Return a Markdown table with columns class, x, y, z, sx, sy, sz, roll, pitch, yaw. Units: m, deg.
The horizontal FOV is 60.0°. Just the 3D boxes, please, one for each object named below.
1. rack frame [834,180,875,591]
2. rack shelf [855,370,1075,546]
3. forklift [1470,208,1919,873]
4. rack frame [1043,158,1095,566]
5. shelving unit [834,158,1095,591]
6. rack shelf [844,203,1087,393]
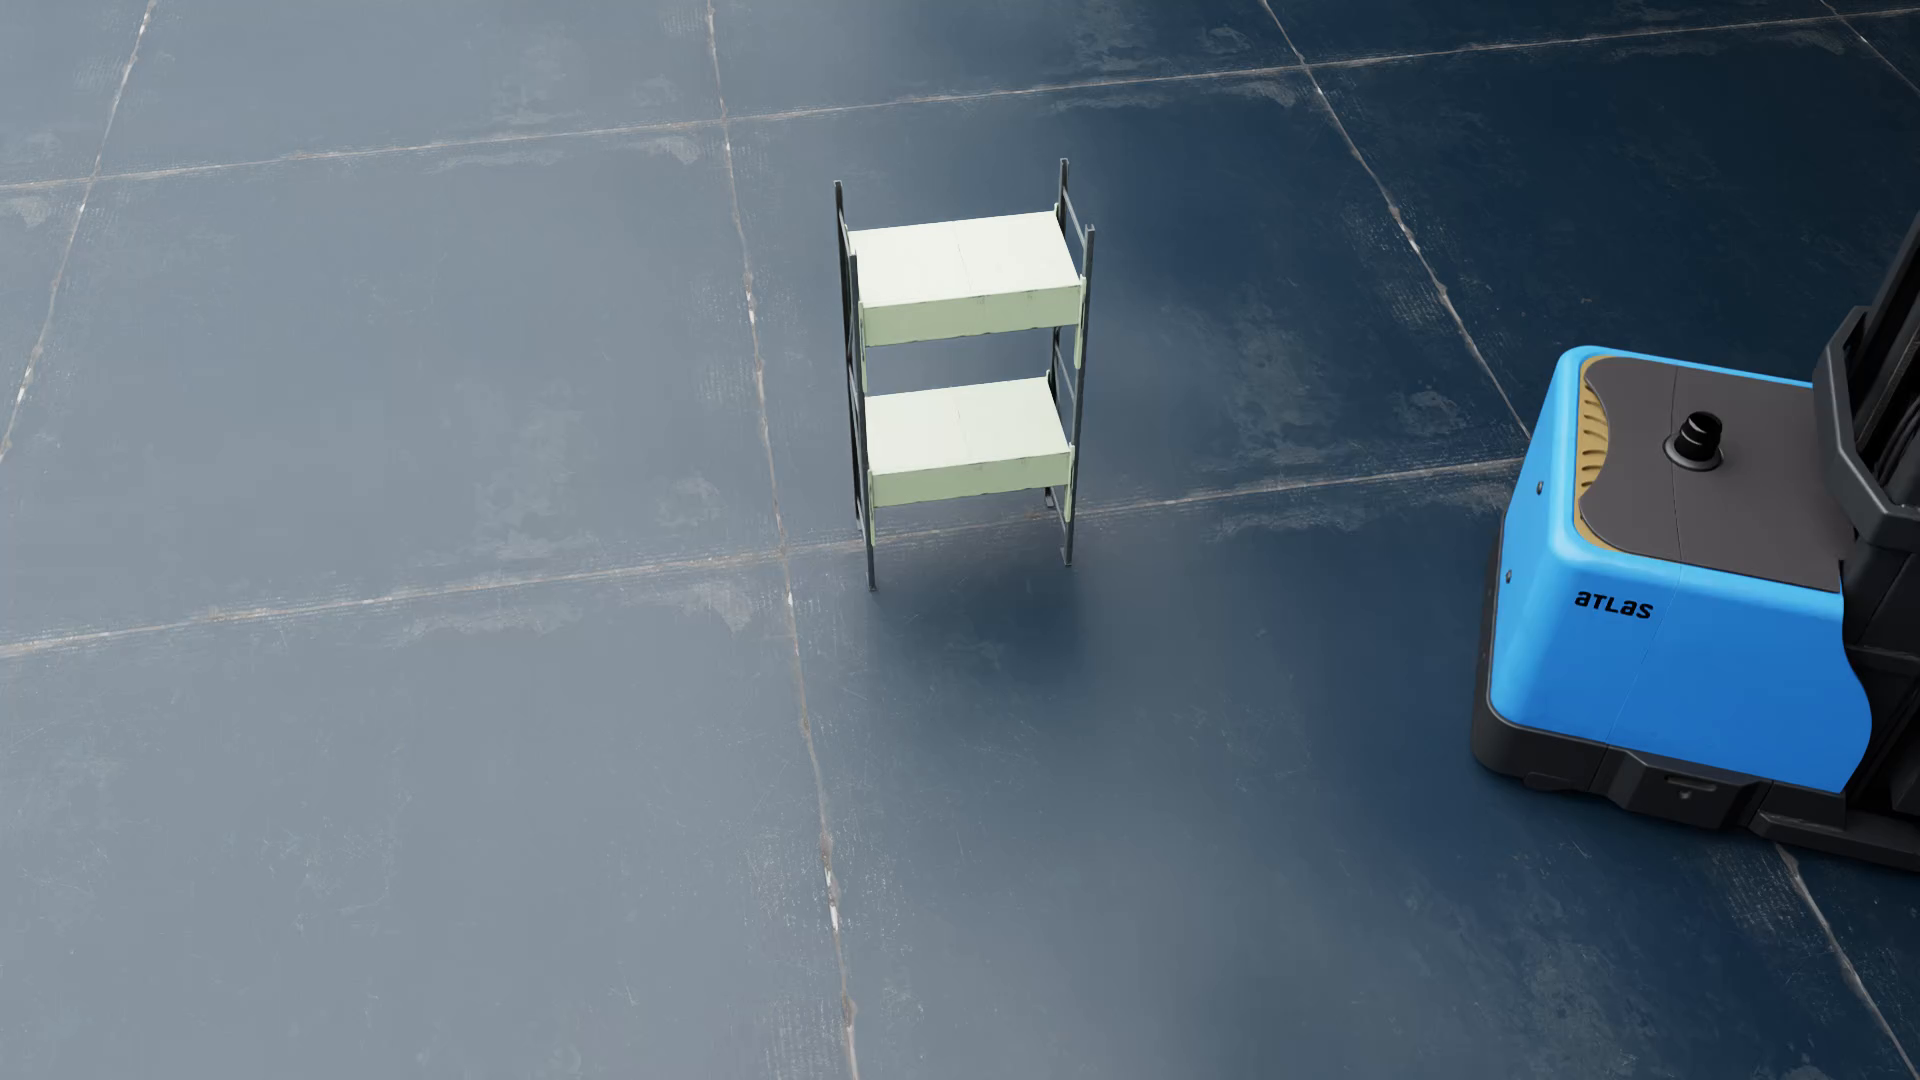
| class | x | y | z | sx | sy | sz | roll | pitch | yaw |
| --- | --- | --- | --- | --- | --- | --- | --- | --- | --- |
| rack frame | -0.354 | -0.476 | 5.667 | 0.023 | 1.500 | 0.400 | -7 | 46 | -7 |
| rack shelf | 0.007 | -0.295 | 5.945 | 0.720 | 0.370 | 0.431 | -7 | 46 | -7 |
| forklift | 3.261 | -0.290 | 4.494 | 3.031 | 2.935 | 1.130 | 12 | 47 | 11 |
| rack frame | 0.367 | -0.566 | 5.754 | 0.023 | 1.500 | 0.400 | -7 | 46 | -7 |
| shelving unit | 0.007 | -0.521 | 5.711 | 0.755 | 1.500 | 0.431 | -7 | 46 | -7 |
| rack shelf | 0.007 | -0.792 | 5.430 | 0.720 | 0.370 | 0.431 | -7 | 46 | -7 |
